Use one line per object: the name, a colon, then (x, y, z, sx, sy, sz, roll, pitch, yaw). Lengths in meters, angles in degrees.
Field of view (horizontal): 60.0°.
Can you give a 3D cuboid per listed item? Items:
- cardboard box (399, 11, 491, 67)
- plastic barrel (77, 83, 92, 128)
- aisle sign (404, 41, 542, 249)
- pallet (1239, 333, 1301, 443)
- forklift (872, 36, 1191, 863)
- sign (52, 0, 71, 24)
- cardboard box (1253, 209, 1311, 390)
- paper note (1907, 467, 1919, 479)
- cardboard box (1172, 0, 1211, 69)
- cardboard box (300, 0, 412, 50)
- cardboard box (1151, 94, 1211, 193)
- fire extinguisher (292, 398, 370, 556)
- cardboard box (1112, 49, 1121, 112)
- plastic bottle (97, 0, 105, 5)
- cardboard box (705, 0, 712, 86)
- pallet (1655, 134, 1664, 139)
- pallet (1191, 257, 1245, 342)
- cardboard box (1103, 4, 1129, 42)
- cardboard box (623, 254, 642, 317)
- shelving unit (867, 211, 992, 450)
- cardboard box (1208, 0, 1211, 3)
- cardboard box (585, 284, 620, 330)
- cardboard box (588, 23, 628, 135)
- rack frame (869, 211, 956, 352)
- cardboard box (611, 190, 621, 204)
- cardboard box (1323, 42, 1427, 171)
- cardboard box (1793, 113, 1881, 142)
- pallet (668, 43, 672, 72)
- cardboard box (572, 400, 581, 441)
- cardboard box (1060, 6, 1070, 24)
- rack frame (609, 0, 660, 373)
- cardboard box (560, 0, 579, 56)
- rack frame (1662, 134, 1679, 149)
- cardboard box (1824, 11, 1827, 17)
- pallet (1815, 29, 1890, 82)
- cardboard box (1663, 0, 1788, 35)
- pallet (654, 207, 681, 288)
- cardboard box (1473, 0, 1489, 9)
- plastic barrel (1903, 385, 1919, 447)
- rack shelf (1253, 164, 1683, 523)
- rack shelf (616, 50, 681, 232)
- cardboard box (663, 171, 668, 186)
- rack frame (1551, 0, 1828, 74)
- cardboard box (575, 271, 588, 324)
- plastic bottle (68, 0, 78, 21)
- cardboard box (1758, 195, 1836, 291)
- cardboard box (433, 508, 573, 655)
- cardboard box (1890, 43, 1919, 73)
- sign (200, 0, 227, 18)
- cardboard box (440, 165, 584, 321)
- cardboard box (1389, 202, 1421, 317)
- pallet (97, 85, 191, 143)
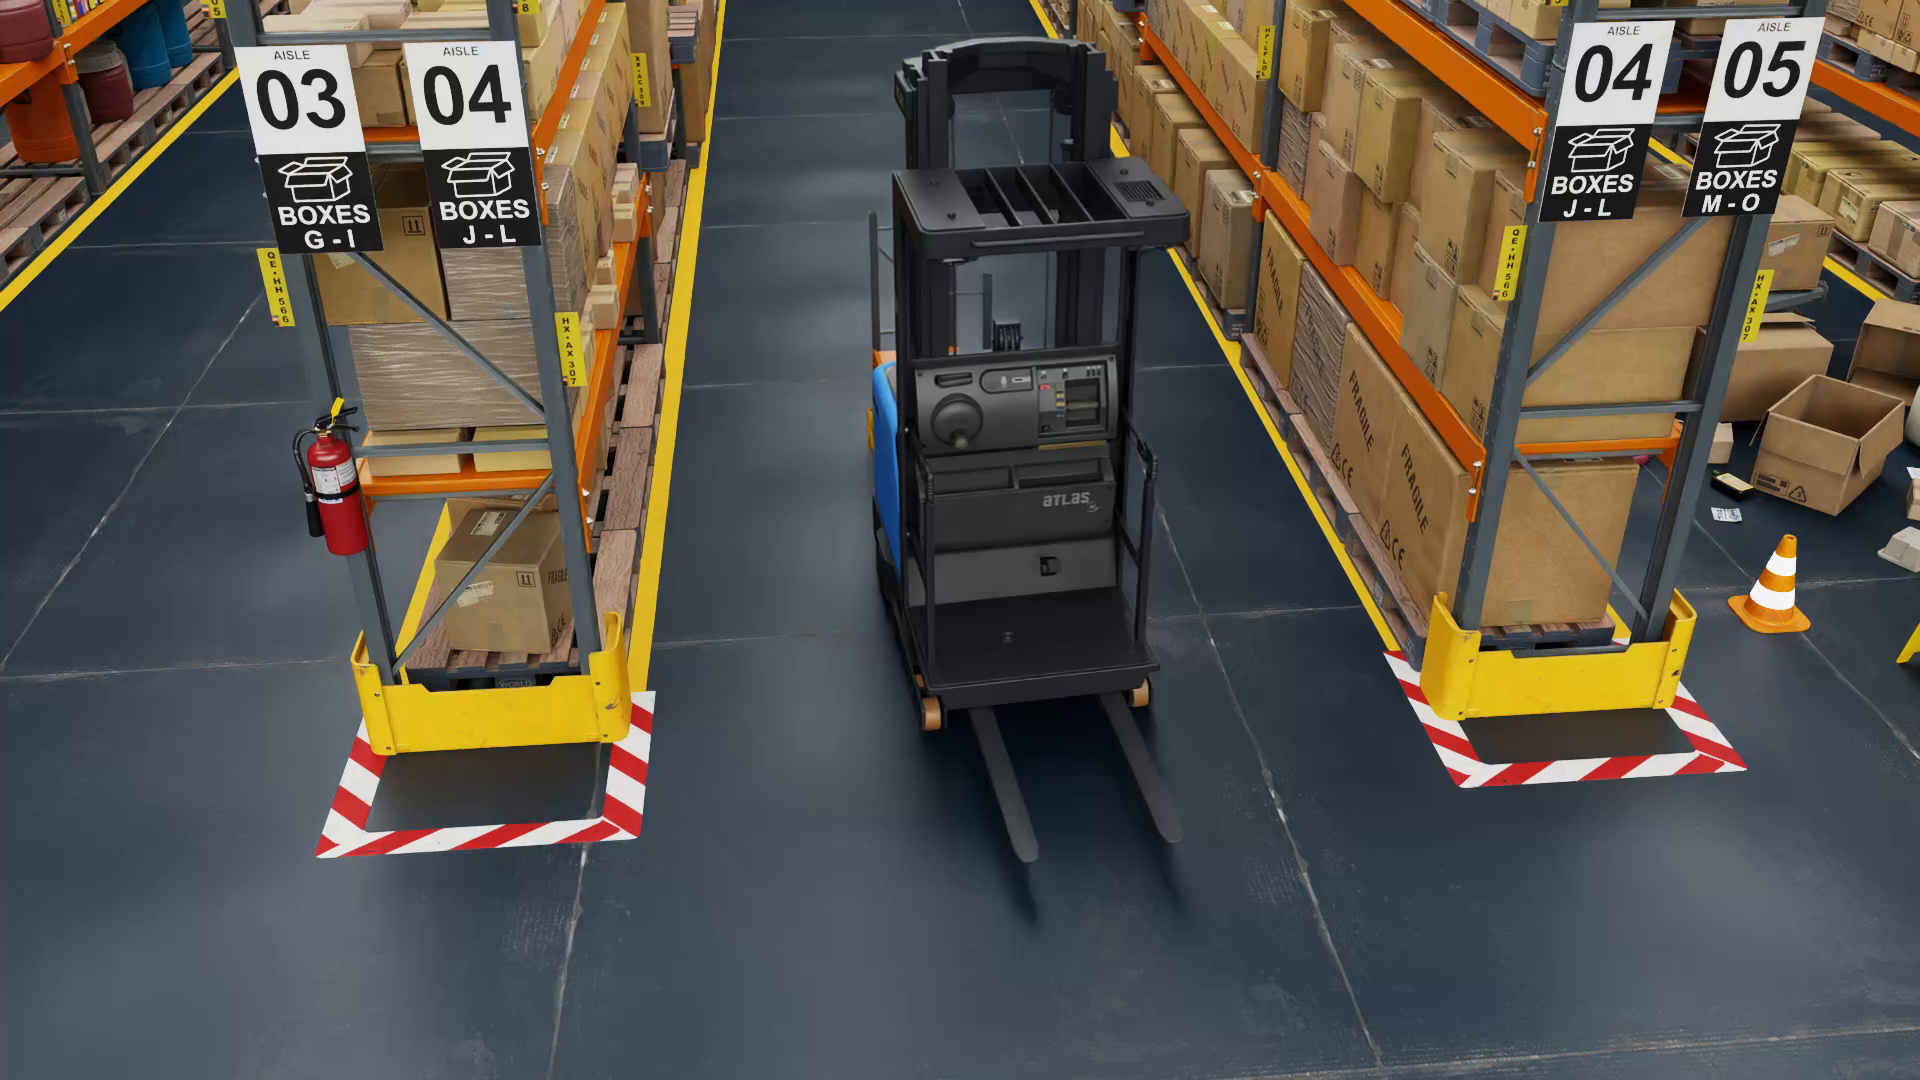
cardboard box: (-1.925, -1.924, 6.378, 0.380, 0.149, 0.250, -3, 31, -5)
plastic barrel: (-8.013, -3.870, 14.820, 0.421, 0.512, 0.421, 0, 31, 0)
aisle sign: (-1.825, -1.476, 6.261, 0.394, 0.787, 0.004, -3, 31, -5)
pallet: (2.438, -1.016, 10.746, 1.003, 0.211, 1.213, -3, 31, -5)
forklift: (0.301, -0.572, 7.349, 1.130, 2.935, 3.031, -5, 31, -9)
sign: (-7.261, -4.324, 13.406, 0.100, 0.325, 0.005, -3, 31, -5)
cardboard box: (2.434, -1.549, 10.581, 0.875, 0.875, 0.875, -2, 31, -4)
paper note: (5.737, -0.401, 9.902, 0.148, 0.019, 0.142, 8, 32, 13)
cardboard box: (1.941, -3.932, 12.810, 0.500, 0.500, 0.500, -3, 31, -5)
cardboard box: (-2.374, -2.037, 6.568, 0.380, 0.149, 0.250, -4, 31, -6)
cardboard box: (2.123, -3.101, 13.301, 1.050, 0.750, 0.750, -2, 31, -4)
fire extinguisher: (-2.578, -0.264, 6.842, 0.296, 0.674, 0.183, -3, 31, -5)
cardboard box: (1.704, -4.344, 15.625, 0.500, 0.500, 0.500, -2, 31, -3)
plastic bottle: (-7.559, -4.835, 14.534, 0.061, 0.283, 0.133, -3, 31, -5)
cardboard box: (-3.087, -4.990, 16.342, 1.225, 0.875, 0.875, -4, 31, -6)
pallet: (6.991, -4.146, 15.985, 1.003, 0.211, 1.213, -3, 31, -5)
pallet: (2.297, -1.799, 12.056, 1.003, 0.211, 1.213, -3, 31, -5)
cardboard box: (1.656, -4.931, 15.877, 0.500, 0.250, 0.500, -2, 31, -3)
cardboard box: (-2.539, -1.850, 11.430, 0.700, 0.500, 0.500, -5, 31, -8)
shelving unit: (-0.178, -0.987, 9.441, 0.587, 1.500, 1.083, -5, 31, -9)
cardboard box: (2.202, -4.370, 12.569, 0.700, 0.500, 0.500, -3, 31, -5)
cardboard box: (-1.962, -1.197, 8.574, 0.380, 0.149, 0.250, -3, 31, -5)
cardboard box: (-2.139, -2.548, 9.227, 0.500, 0.500, 0.500, -3, 31, -5)
rack frame: (-0.271, -1.239, 9.862, 0.500, 1.500, 0.032, -5, 31, -9)
cardboard box: (-2.213, -1.957, 9.847, 0.380, 0.149, 0.250, -3, 31, -5)
cardboard box: (2.526, -2.386, 9.120, 0.875, 0.550, 0.550, -3, 31, -5)
cardboard box: (7.110, -3.323, 14.042, 0.950, 0.372, 0.625, -3, 31, -6)
pallet: (-2.651, -3.371, 12.155, 1.003, 0.211, 1.213, -3, 31, -5)
cardboard box: (-1.923, -0.555, 7.499, 0.380, 0.149, 0.250, -3, 31, -5)
cardboard box: (1.321, -5.830, 18.456, 0.380, 0.149, 0.250, -2, 31, -4)
rack frame: (-2.503, -2.420, 10.376, 1.000, 3.000, 0.127, -3, 31, -5)
cardboard box: (-2.014, -2.375, 7.522, 0.500, 0.250, 0.500, -3, 31, -5)
rack frame: (6.990, -4.937, 14.590, 1.000, 3.000, 0.127, -3, 31, -5)
cardboard box: (6.978, -4.143, 13.097, 0.380, 0.149, 0.250, -2, 31, -3)
pallet: (7.216, -3.846, 12.950, 1.003, 0.211, 1.213, -3, 31, -5)
cardboard box: (3.106, -2.157, 6.749, 0.380, 0.149, 0.250, -3, 31, -4)
pallet: (-2.694, -2.244, 12.801, 1.003, 0.211, 1.213, -3, 31, -5)
cardboard box: (2.402, -2.380, 7.122, 0.380, 0.149, 0.250, -2, 31, -4)
plastic barrel: (6.037, -0.728, 10.056, 0.512, 0.421, 0.421, 20, 36, 29)
rack shelf: (2.631, -1.276, 9.162, 1.077, 0.370, 4.000, -3, 31, -5)
rack shelf: (-2.690, -3.132, 12.270, 1.077, 0.370, 4.000, -3, 31, -5)
cardboard box: (-2.794, -3.236, 13.752, 0.700, 0.500, 0.500, -4, 31, -7)
rack frame: (2.818, -3.139, 5.730, 1.000, 3.000, 0.127, -3, 31, -5)
cardboard box: (-2.323, -1.337, 8.176, 0.875, 0.500, 0.500, -3, 31, -5)
plastic bottle: (-7.519, -4.486, 14.029, 0.097, 0.201, 0.097, 0, 31, 0)
cardboard box: (5.594, -2.046, 11.449, 0.500, 0.500, 0.500, -3, 31, -5)
cardboard box: (-2.171, 0.196, 8.025, 0.500, 0.500, 0.500, 3, 31, 5)
cardboard box: (6.974, -3.482, 11.989, 0.380, 0.149, 0.250, -3, 31, -5)
sign: (-2.684, -2.029, 5.933, 0.100, 0.325, 0.005, -3, 31, -5)
cardboard box: (-1.909, -1.271, 7.090, 0.500, 0.500, 0.500, -3, 31, -5)
cardboard box: (2.738, -1.387, 8.500, 0.875, 0.550, 0.550, -3, 31, -5)
pallet: (-8.034, -4.049, 15.823, 1.003, 0.211, 1.213, -3, 31, -5)
